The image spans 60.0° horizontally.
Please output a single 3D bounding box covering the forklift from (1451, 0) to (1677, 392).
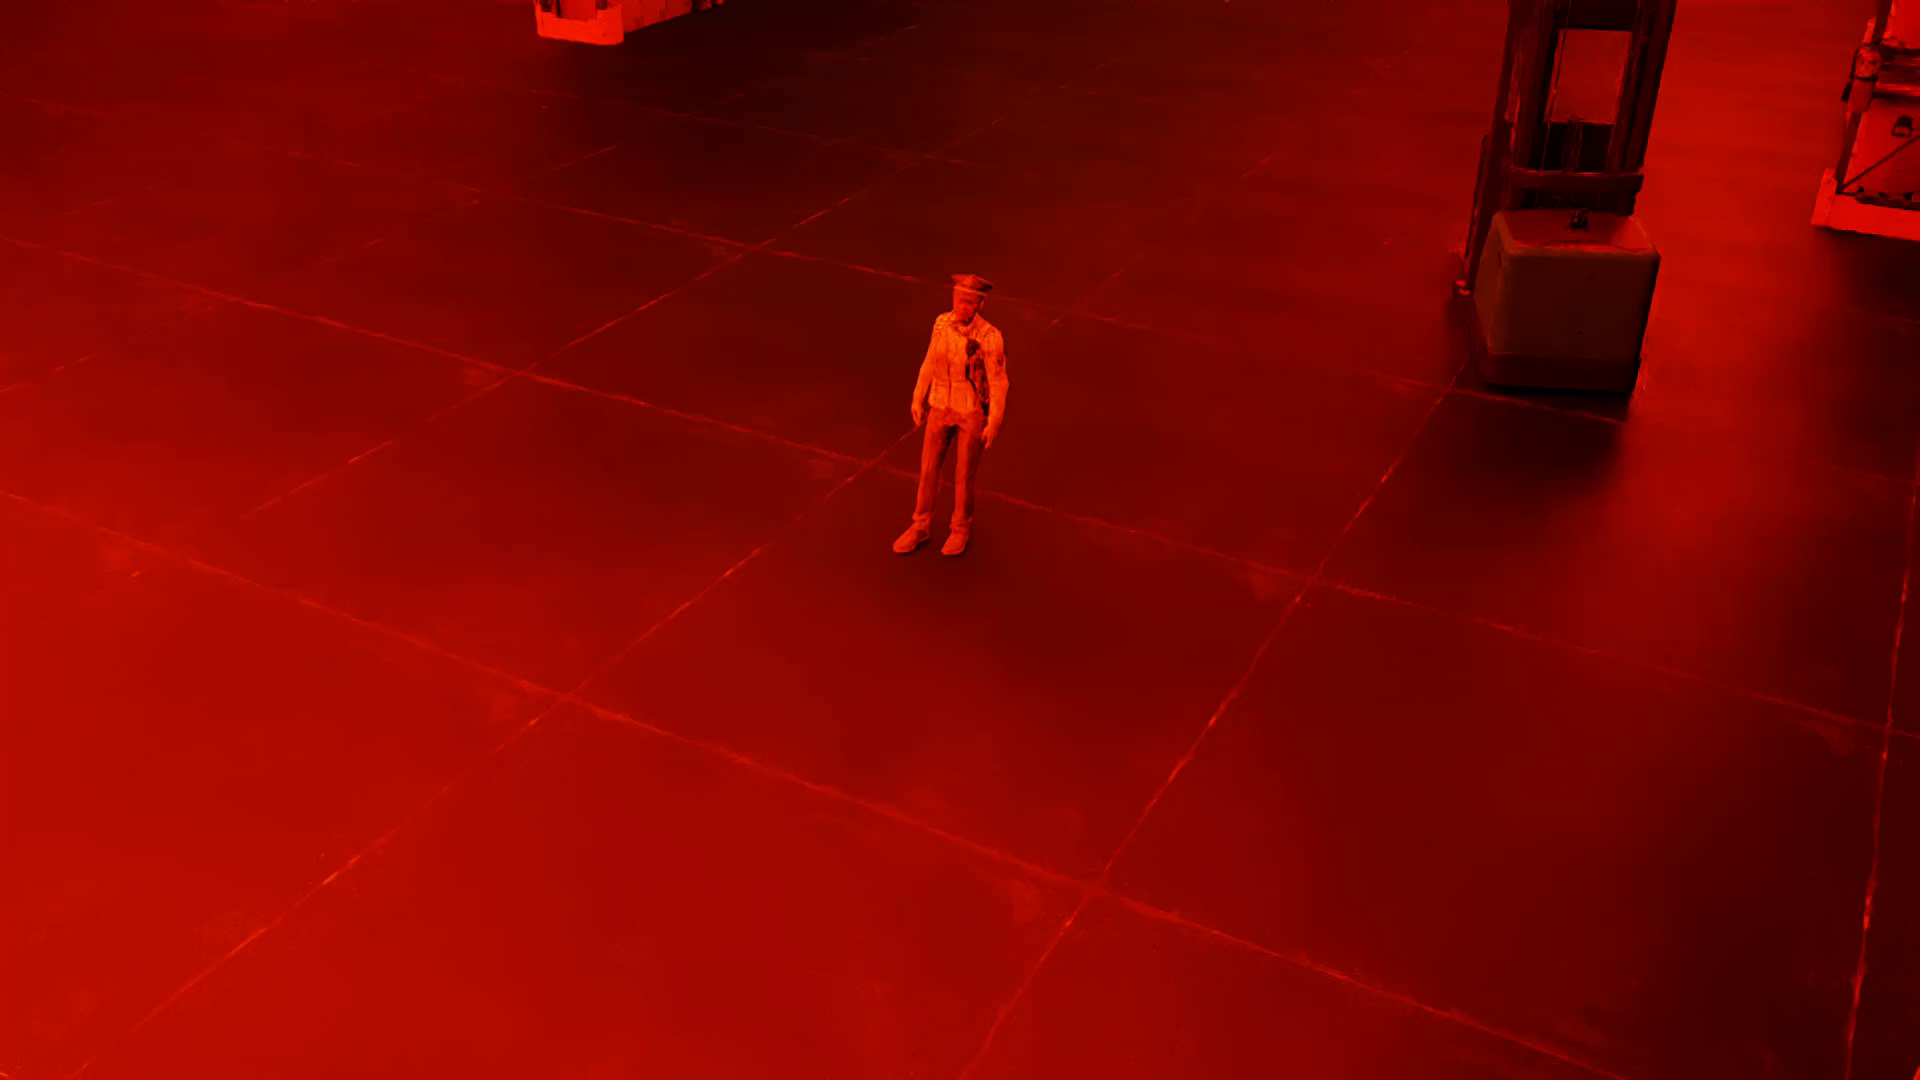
[{"bbox_3d":[4.456,-3.022,12.307,1.130,2.935,3.031,4,30,8],"label":"forklift"}]

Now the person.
[{"bbox_3d":[-0.039,-0.713,9.527,0.586,1.695,0.533,15,33,25],"label":"person"}]
